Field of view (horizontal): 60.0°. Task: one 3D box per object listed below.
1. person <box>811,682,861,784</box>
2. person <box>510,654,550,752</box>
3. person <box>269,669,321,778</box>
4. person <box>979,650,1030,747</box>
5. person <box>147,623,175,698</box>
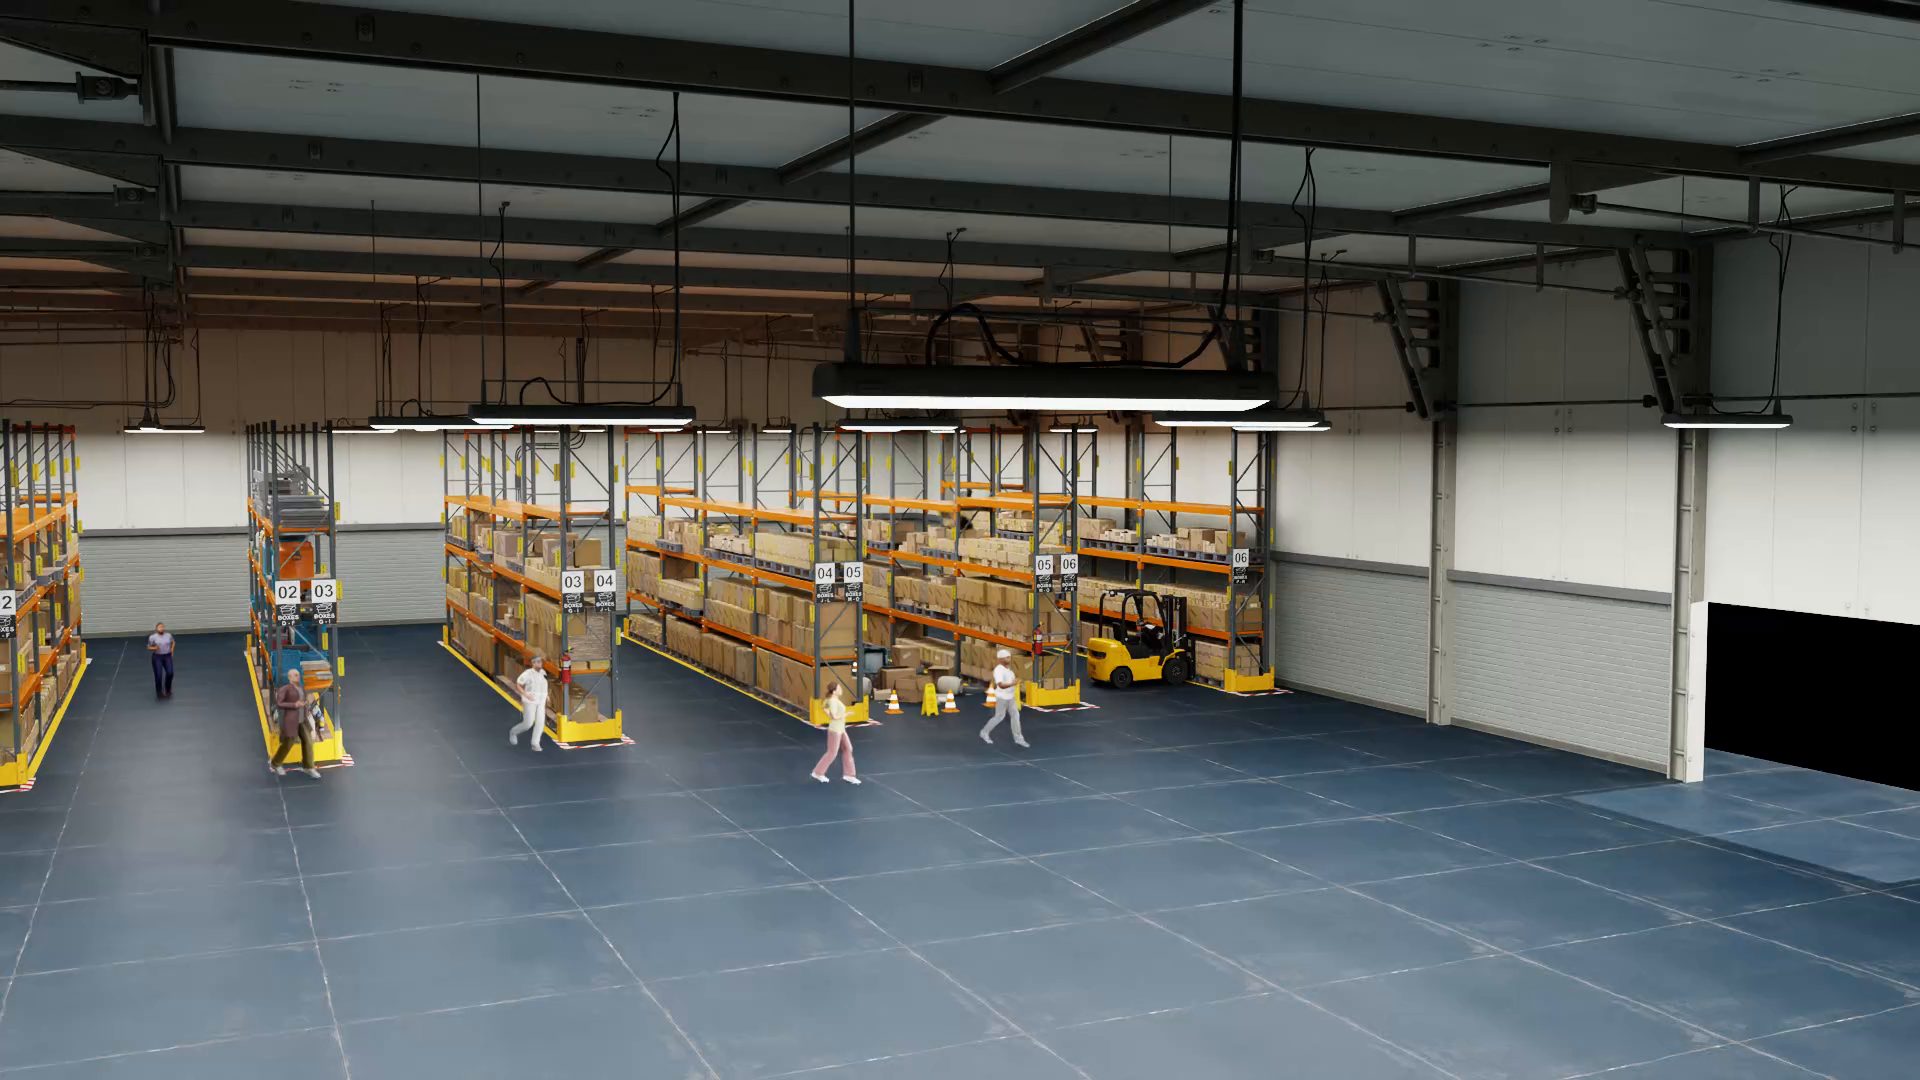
[{"bbox_3d":[-2.033,3.165,27.222,0.814,1.703,0.565,0,4,3],"label":"person"},{"bbox_3d":[-7.779,2.956,30.457,0.845,1.731,0.719,3,5,39],"label":"person"},{"bbox_3d":[-11.153,3.074,27.869,0.923,1.816,0.715,2,4,23],"label":"person"},{"bbox_3d":[0.823,2.901,30.558,0.945,1.775,0.691,1,4,23],"label":"person"},{"bbox_3d":[-17.435,2.642,36.355,0.586,1.676,0.661,-2,4,-34],"label":"person"}]
